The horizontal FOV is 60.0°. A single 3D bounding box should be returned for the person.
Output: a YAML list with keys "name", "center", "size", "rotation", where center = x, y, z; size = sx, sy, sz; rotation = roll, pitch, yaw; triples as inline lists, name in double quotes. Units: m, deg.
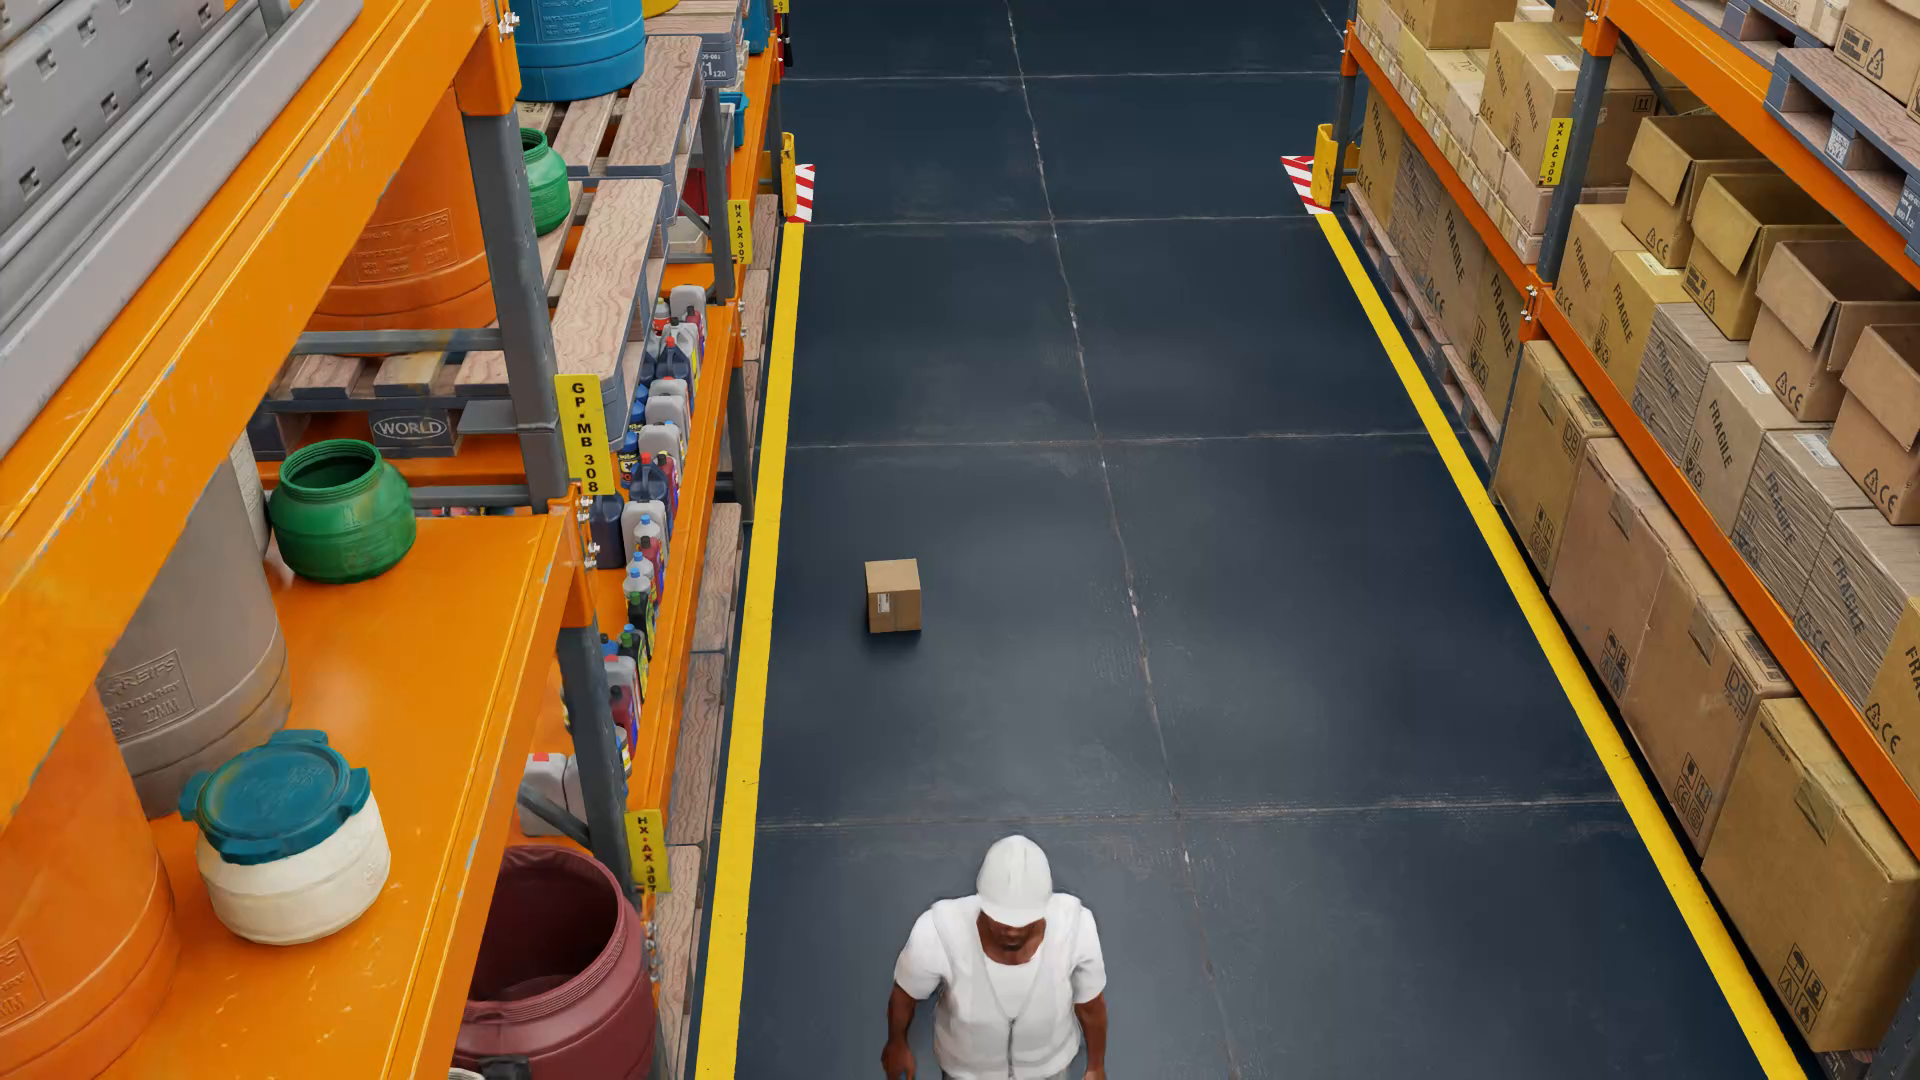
- name: "person"
  center: [0.096, 1.489, 4.989]
  size: [0.668, 1.746, 0.681]
  rotation: [-4, 35, -5]
